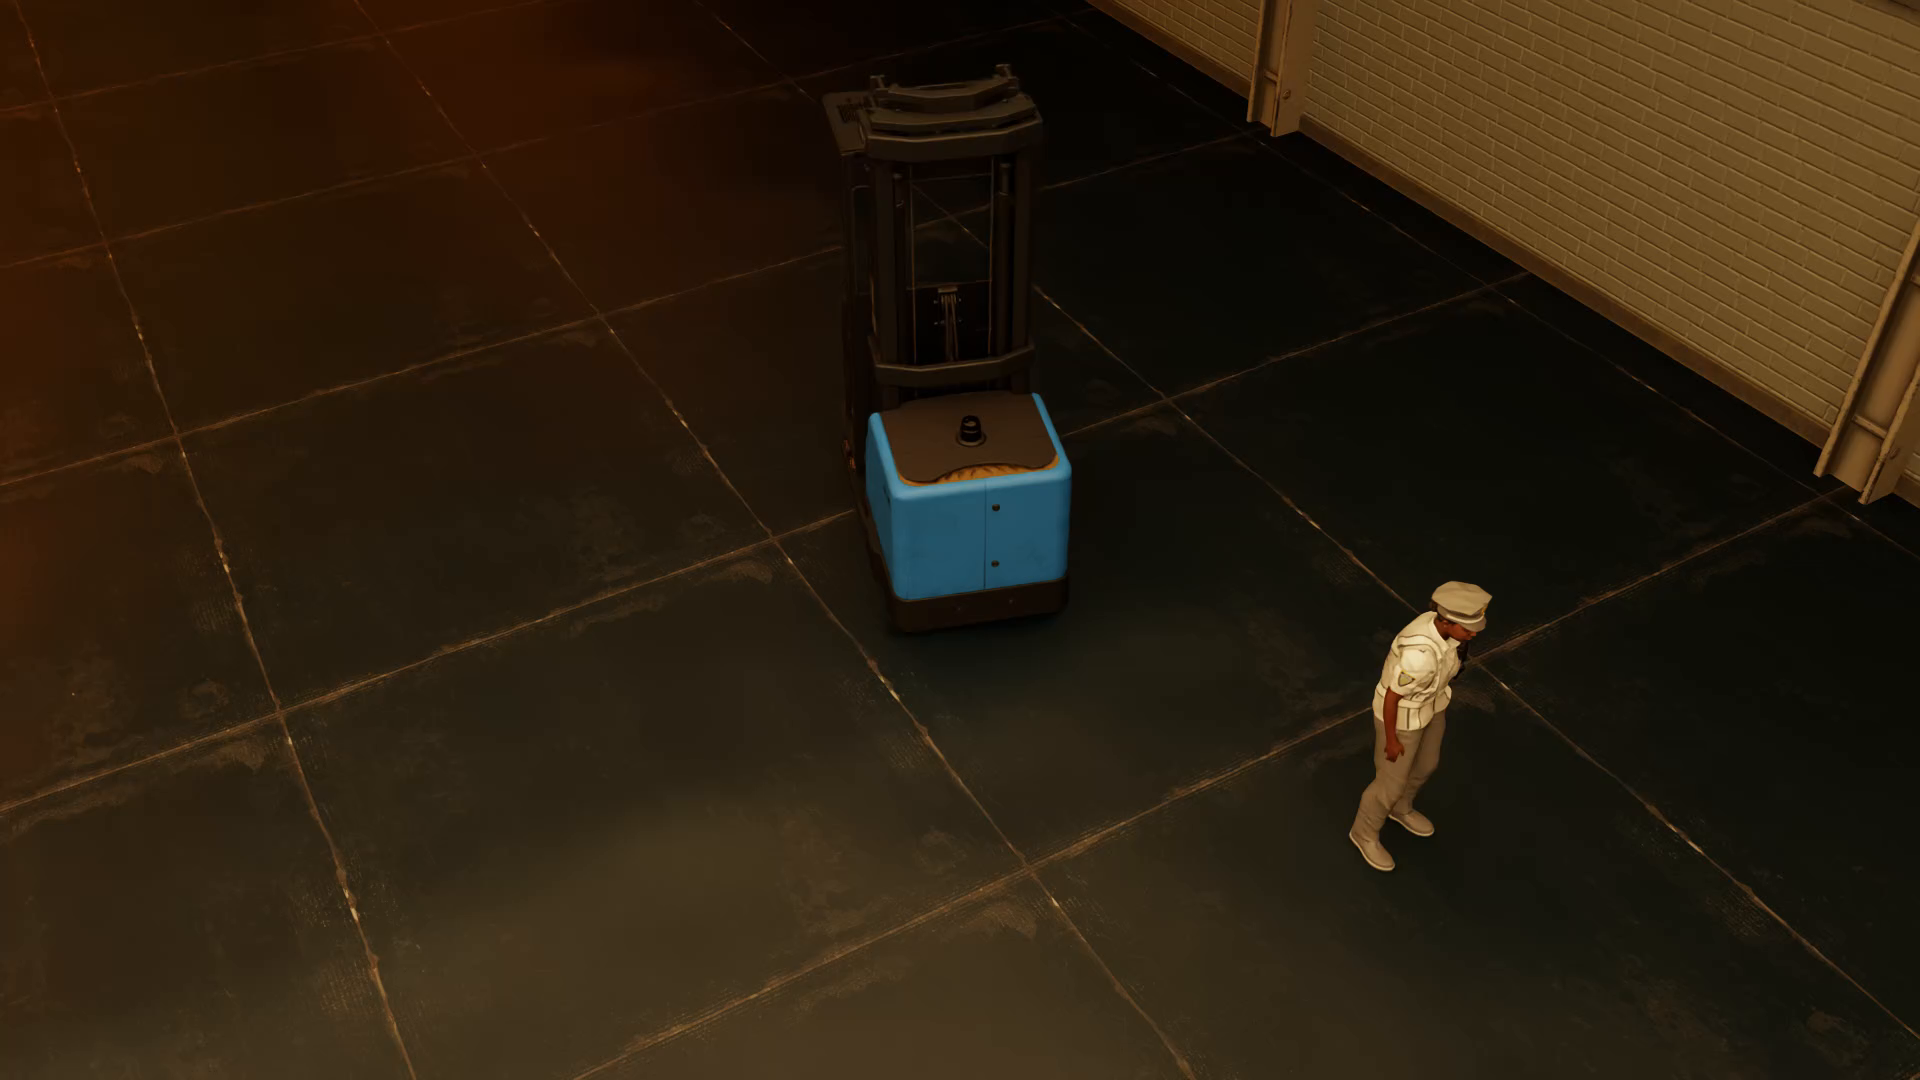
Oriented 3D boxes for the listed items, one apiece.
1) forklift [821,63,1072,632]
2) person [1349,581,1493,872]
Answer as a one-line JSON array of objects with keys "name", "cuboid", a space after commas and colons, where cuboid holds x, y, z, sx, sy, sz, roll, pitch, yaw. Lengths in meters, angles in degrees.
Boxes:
[{"name": "forklift", "cuboid": [-0.173, -1.543, 9.896, 1.130, 2.935, 3.031, -8, 40, -9]}, {"name": "person", "cuboid": [2.193, 0.858, 8.003, 0.507, 1.657, 0.395, -31, 49, -32]}]
